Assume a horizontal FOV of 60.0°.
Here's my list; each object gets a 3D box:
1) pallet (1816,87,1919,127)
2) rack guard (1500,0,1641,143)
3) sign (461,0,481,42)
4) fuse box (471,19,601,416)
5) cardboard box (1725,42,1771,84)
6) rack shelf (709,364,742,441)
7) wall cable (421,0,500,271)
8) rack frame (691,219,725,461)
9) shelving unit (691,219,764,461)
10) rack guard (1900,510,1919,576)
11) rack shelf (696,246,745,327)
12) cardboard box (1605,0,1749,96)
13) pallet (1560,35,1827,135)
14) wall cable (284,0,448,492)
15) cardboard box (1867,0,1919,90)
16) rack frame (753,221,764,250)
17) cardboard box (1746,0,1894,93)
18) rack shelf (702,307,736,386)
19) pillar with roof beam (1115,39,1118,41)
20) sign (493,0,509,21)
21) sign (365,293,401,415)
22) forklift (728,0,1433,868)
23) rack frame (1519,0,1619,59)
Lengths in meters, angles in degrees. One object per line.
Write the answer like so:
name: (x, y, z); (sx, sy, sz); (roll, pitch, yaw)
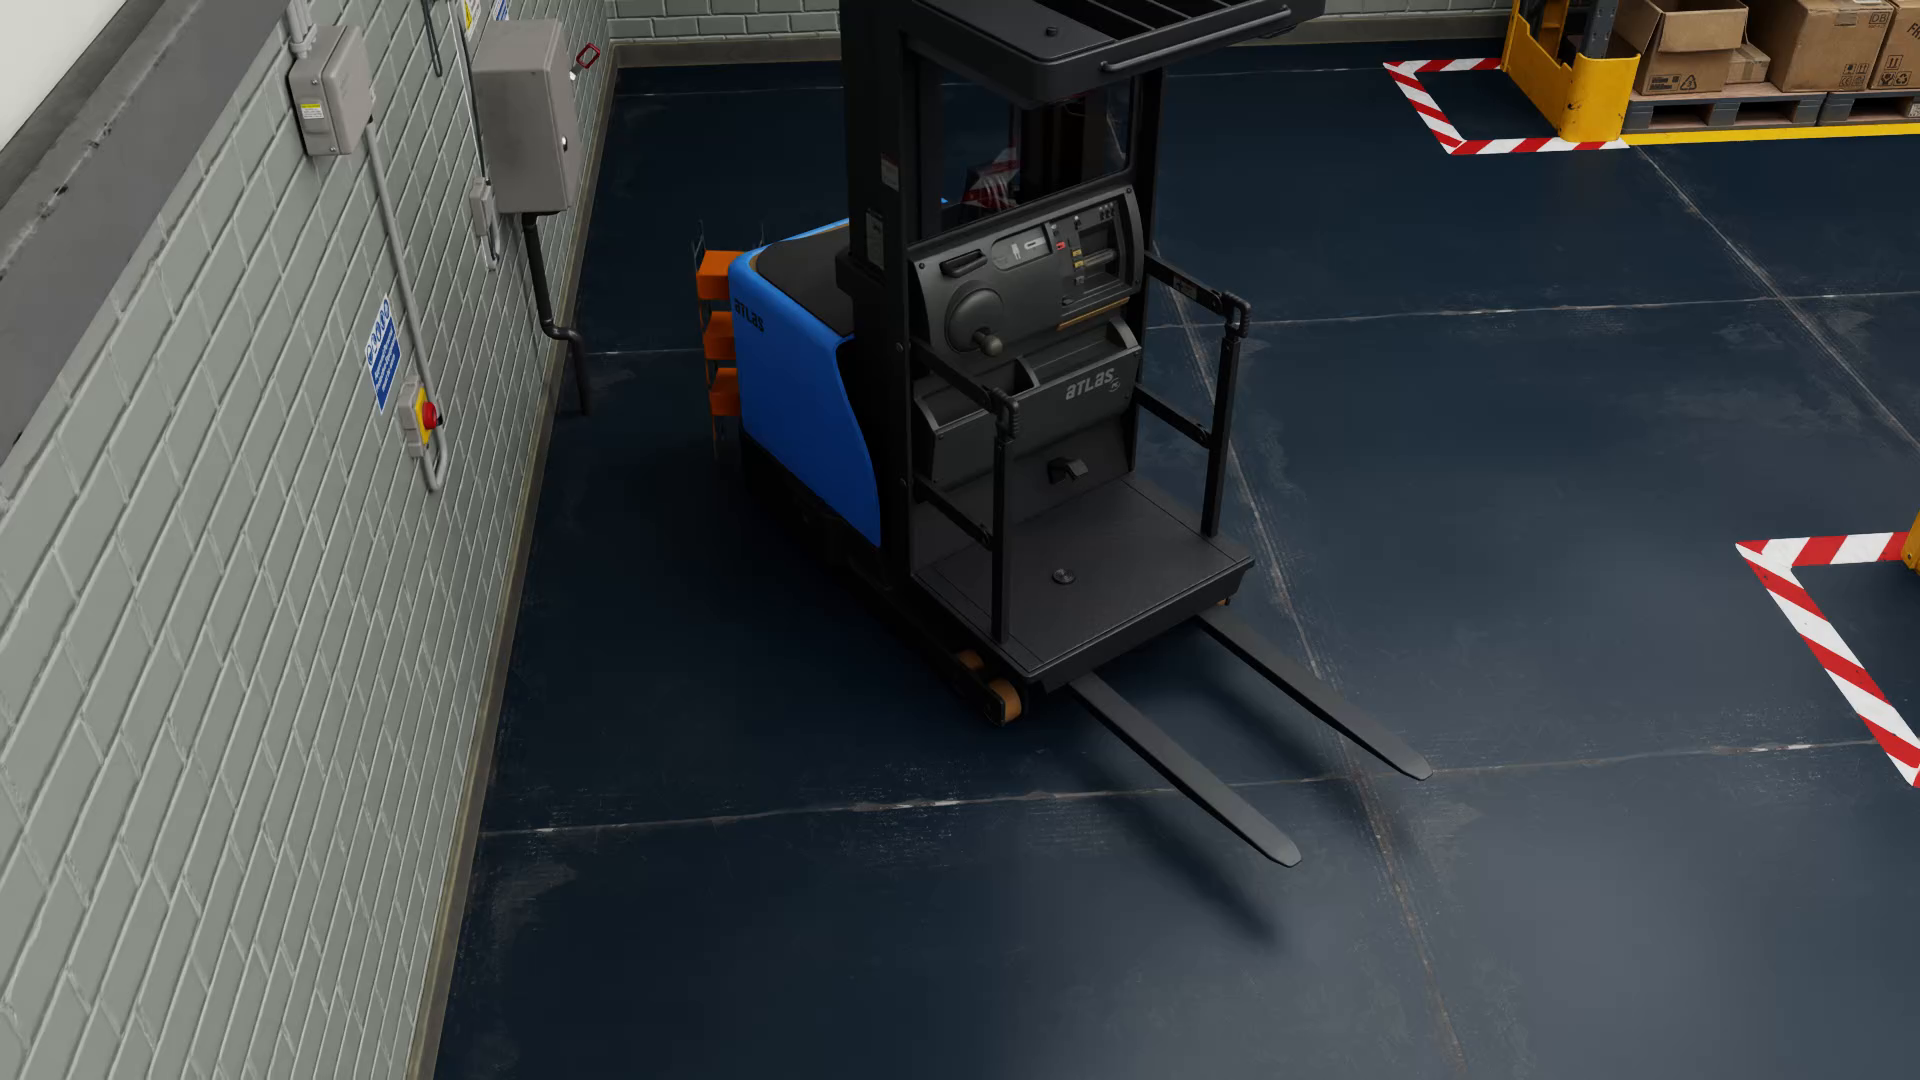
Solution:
pallet: (5.649, -2.871, 10.218); (1.213, 0.211, 1.003); (-3, 38, -4)
rack guard: (3.642, -2.875, 9.990); (0.348, 0.500, 1.175); (-3, 38, -4)
sign: (-1.847, -2.049, 6.259); (0.001, 0.242, 0.339); (-3, 38, -4)
fuse box: (-1.645, -1.264, 6.971); (0.414, 1.711, 0.539); (-3, 38, -4)
cardboard box: (4.611, -2.872, 9.931); (0.250, 0.149, 0.380); (-5, 39, -6)
rack shelf: (-0.926, -0.586, 7.110); (0.240, 0.259, 0.215); (2, 38, 3)
wall cable: (-1.742, -1.739, 5.713); (0.122, 1.984, 0.588); (-3, 38, -4)
rack frame: (-1.048, -0.816, 6.937); (0.008, 1.050, 0.200); (2, 38, 3)
shelving unit: (-0.926, -0.812, 6.931); (0.252, 1.050, 0.215); (2, 38, 3)
rack guard: (3.986, 0.193, 6.102); (0.348, 0.500, 1.175); (-3, 38, -4)
rack shelf: (-0.926, -1.026, 6.762); (0.240, 0.259, 0.215); (2, 38, 3)
cardboard box: (4.184, -3.012, 9.822); (0.637, 0.503, 0.797); (-5, 39, -6)
pallet: (4.436, -2.806, 10.136); (1.213, 0.211, 1.003); (-3, 38, -4)
wall cable: (-1.604, -0.877, 4.595); (0.123, 1.953, 0.585); (-3, 38, -4)
cardboard box: (5.575, -3.001, 9.811); (0.500, 0.500, 0.500); (-2, 38, -3)
rack frame: (-0.804, -0.807, 6.926); (0.008, 1.050, 0.200); (2, 38, 3)
cardboard box: (5.039, -3.034, 9.852); (0.500, 0.500, 0.700); (-2, 38, -2)
rack shelf: (-0.926, -0.804, 6.938); (0.240, 0.259, 0.215); (2, 38, 3)
pillar with roof beam: (1.182, -3.959, 4.503); (0.400, 9.000, 9.100); (-3, 38, -4)
sign: (-1.895, -2.026, 6.973); (0.001, 0.494, 0.329); (-3, 38, -4)
sign: (-1.661, -0.539, 4.793); (0.001, 0.218, 0.327); (-3, 38, -4)
forklift: (0.373, -0.842, 5.451); (1.130, 2.935, 3.031); (-25, 45, -28)
rack frame: (3.567, -3.852, 9.211); (0.127, 3.000, 1.000); (-3, 38, -4)
